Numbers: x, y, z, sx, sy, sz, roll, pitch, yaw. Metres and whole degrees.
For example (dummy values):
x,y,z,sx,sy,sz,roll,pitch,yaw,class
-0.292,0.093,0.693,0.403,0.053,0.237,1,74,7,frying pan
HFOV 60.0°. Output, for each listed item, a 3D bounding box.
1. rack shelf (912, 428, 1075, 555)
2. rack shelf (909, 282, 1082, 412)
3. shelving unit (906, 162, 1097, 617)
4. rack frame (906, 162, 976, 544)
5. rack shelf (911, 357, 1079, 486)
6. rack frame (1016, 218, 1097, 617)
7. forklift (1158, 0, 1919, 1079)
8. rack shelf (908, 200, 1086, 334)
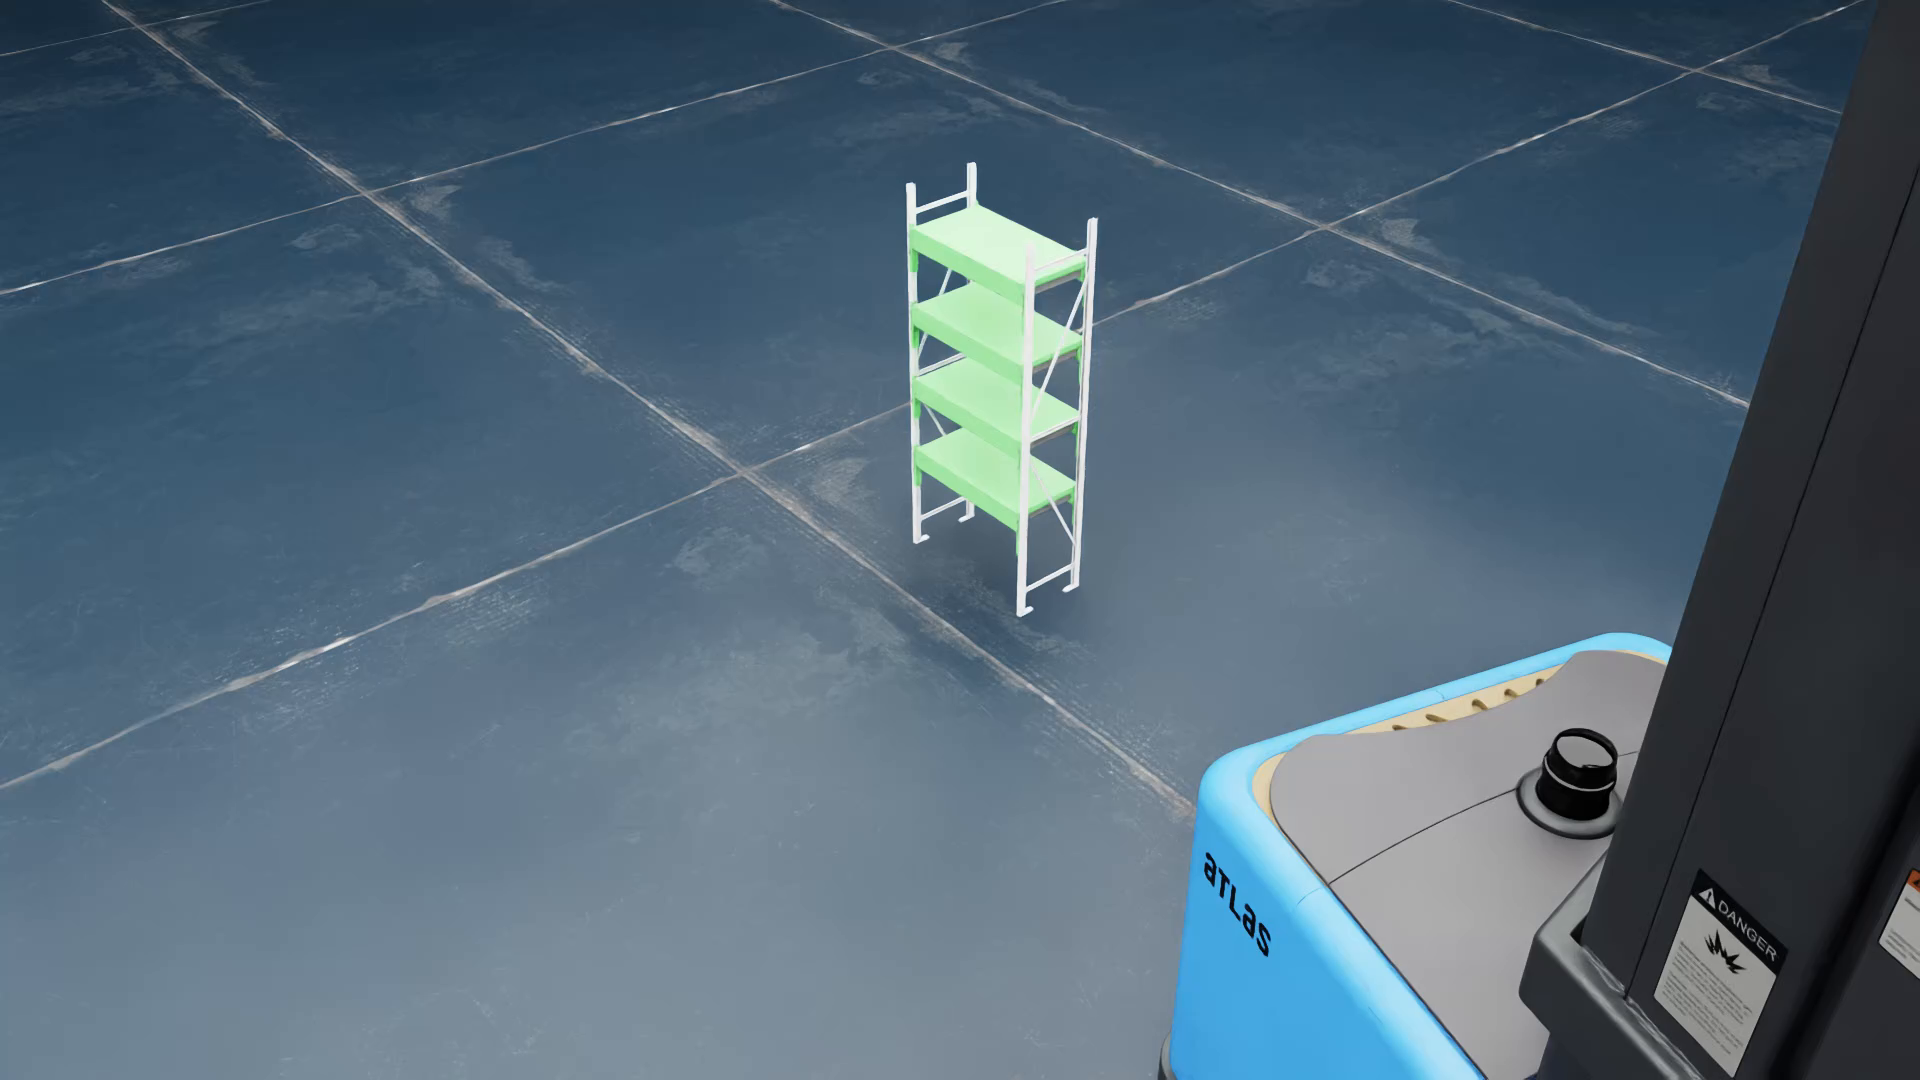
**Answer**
x,y,z,sx,sy,sz,roll,pitch,yaw,class
0.107,-0.169,4.976,0.258,0.148,0.480,-26,43,-32,rack shelf
0.107,-0.560,4.698,0.258,0.148,0.480,-26,43,-32,rack shelf
0.107,-0.417,4.800,0.258,1.200,0.503,-26,43,-32,shelving unit
-0.051,-0.524,4.952,0.240,1.200,0.015,-26,43,-32,rack frame
0.107,-0.364,4.837,0.258,0.148,0.480,-26,43,-32,rack shelf
0.264,-0.309,4.648,0.240,1.200,0.015,-26,43,-32,rack frame
1.445,0.729,1.685,1.130,2.935,3.031,-14,38,-19,forklift
0.107,-0.756,4.560,0.258,0.148,0.480,-26,43,-32,rack shelf
